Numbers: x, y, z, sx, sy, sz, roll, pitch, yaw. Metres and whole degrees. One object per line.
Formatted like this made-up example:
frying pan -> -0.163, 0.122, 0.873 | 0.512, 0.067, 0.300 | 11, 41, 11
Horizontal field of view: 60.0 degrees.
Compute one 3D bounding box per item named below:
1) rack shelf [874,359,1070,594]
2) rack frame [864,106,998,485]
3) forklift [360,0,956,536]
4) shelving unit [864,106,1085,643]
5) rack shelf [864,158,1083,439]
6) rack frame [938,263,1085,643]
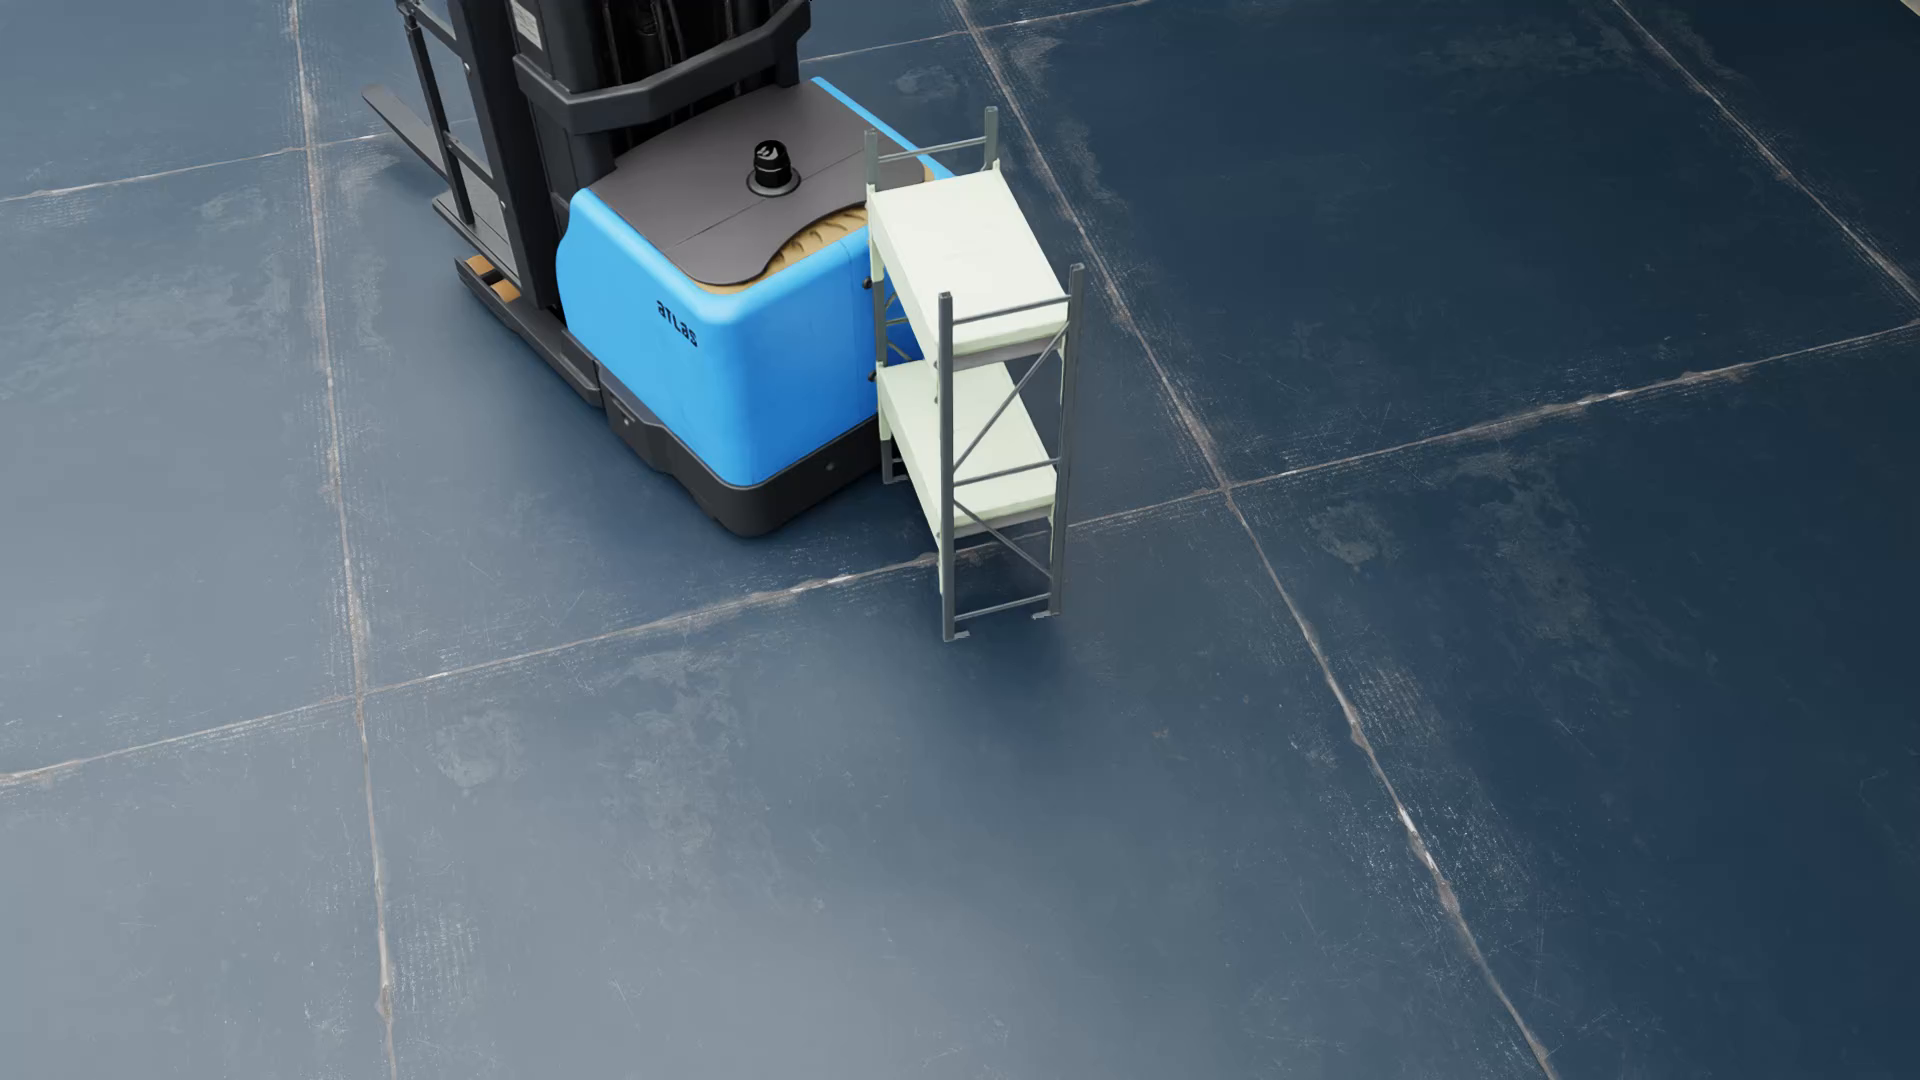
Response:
rack shelf -> 0.027, -0.254, 5.410 | 0.431, 0.370, 0.720 | -14, 51, -11
rack frame -> -0.083, -0.731, 5.386 | 0.400, 1.500, 0.023 | -14, 51, -11
forklift -> -1.316, -2.016, 5.533 | 1.130, 2.935, 3.031 | -33, 57, -25
shelving unit -> 0.027, -0.464, 5.160 | 0.431, 1.500, 0.755 | -14, 51, -11
rack shelf -> 0.027, -0.716, 4.862 | 0.431, 0.370, 0.720 | -14, 51, -11
rack frame -> 0.137, -0.197, 4.935 | 0.400, 1.500, 0.023 | -14, 51, -11
